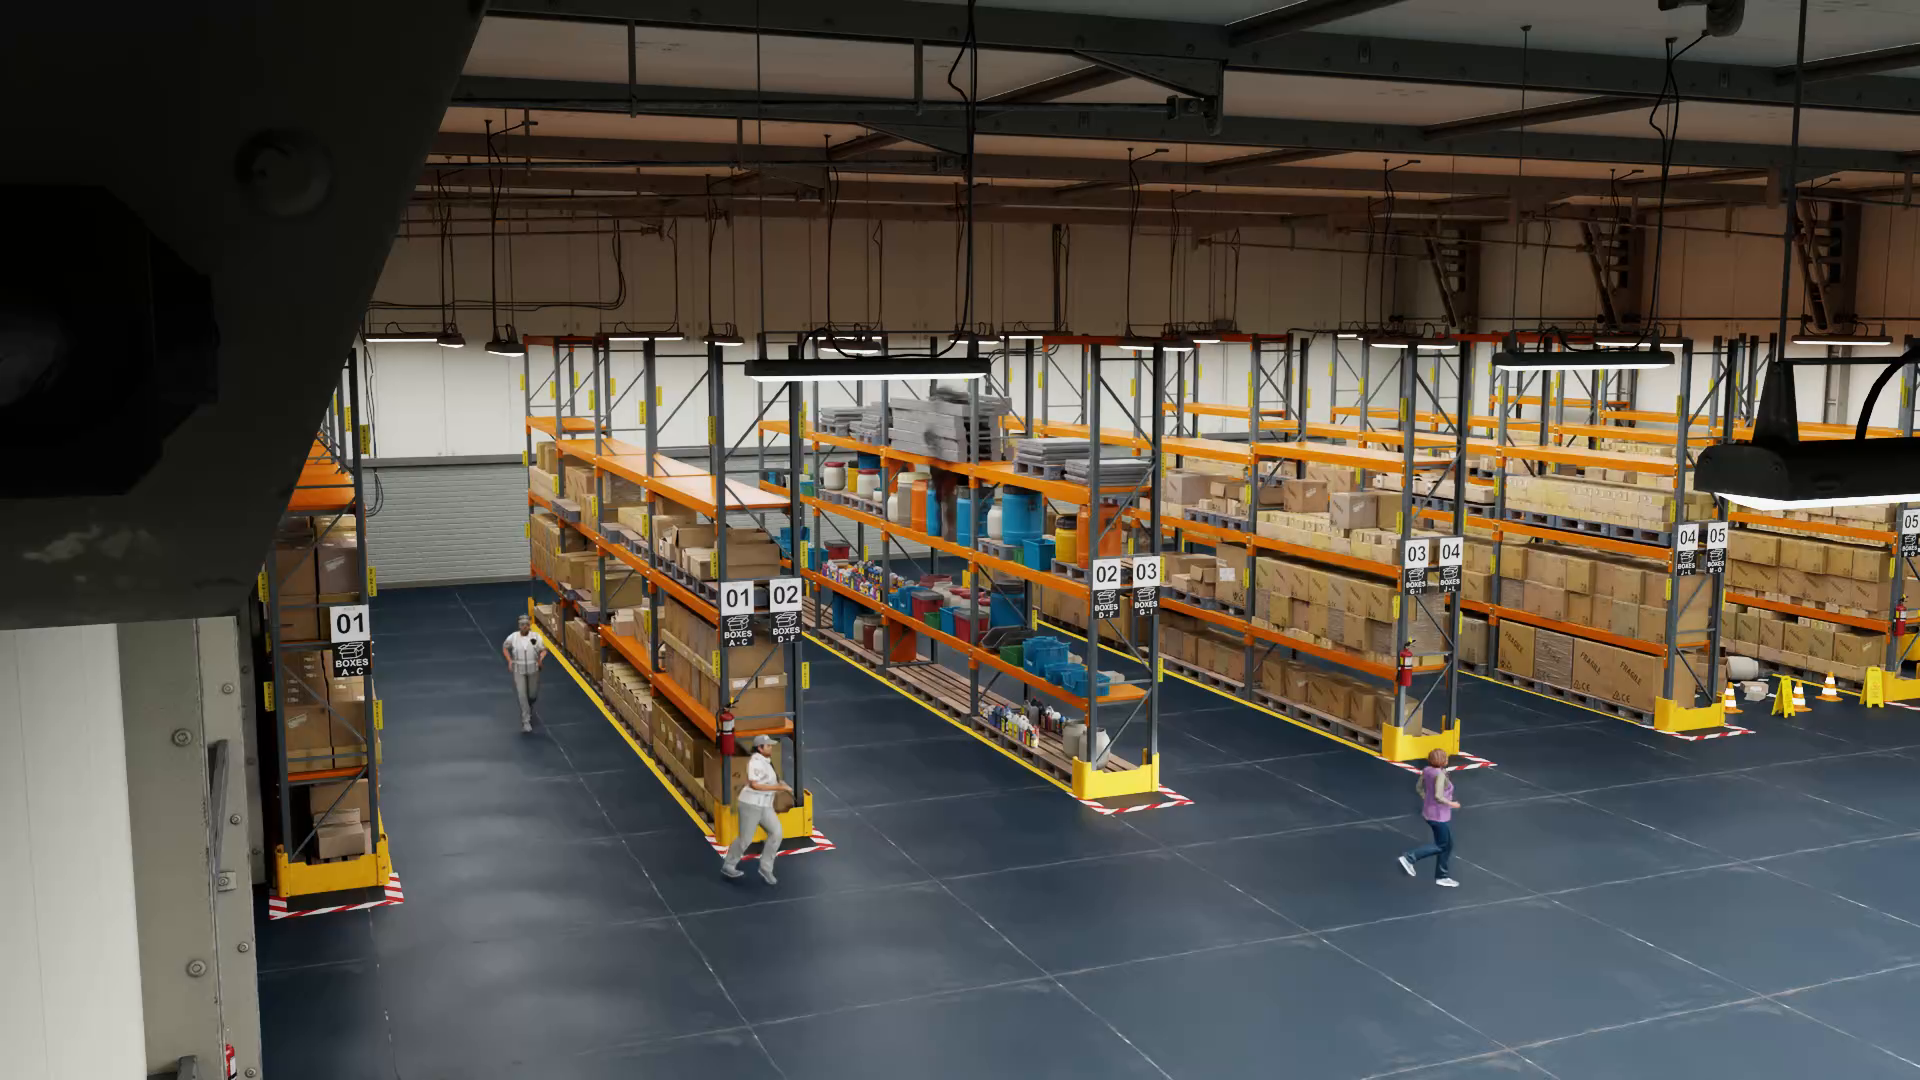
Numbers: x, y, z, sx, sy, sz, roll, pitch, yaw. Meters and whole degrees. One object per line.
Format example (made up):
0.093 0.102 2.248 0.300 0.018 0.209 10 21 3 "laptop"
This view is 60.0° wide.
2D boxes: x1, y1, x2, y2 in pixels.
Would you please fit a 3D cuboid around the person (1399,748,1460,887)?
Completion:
5.261 3.107 18.544 0.696 1.591 0.534 -1 8 -4 "person"

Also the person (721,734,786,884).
-2.301 3.052 18.916 0.710 1.676 0.643 2 8 16 "person"

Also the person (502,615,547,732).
-6.767 2.035 25.902 0.663 1.783 0.892 -3 8 -19 "person"
